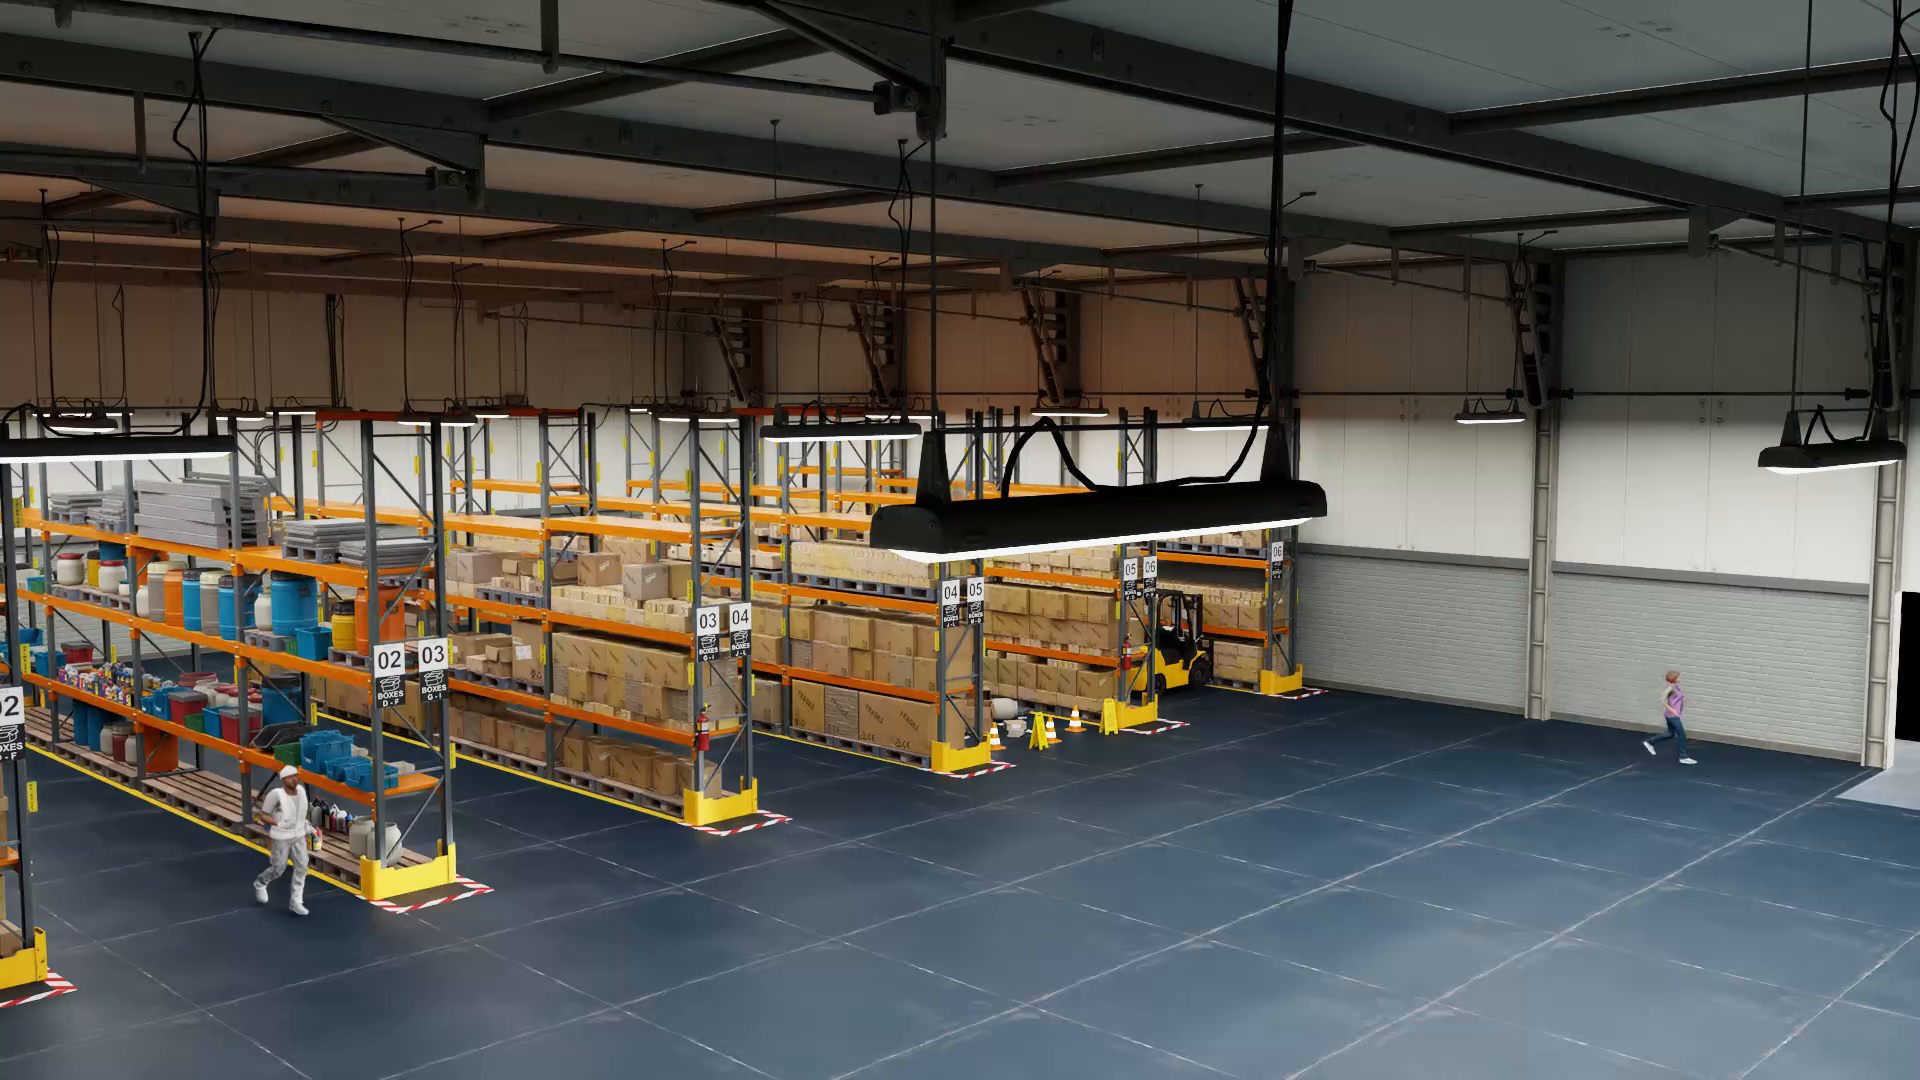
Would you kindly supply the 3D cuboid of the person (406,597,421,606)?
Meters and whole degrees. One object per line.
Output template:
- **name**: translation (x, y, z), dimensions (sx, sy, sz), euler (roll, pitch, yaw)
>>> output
- **person**: translation (-12.961, 2.008, 39.162), dimensions (0.717, 1.690, 0.546), euler (2, 6, 26)

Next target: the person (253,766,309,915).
- **person**: translation (-8.248, 3.642, 20.376), dimensions (0.891, 1.778, 0.688), euler (3, 6, 34)

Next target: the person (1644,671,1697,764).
- **person**: translation (12.161, 3.014, 28.422), dimensions (0.853, 1.575, 0.545), euler (3, 6, 28)
